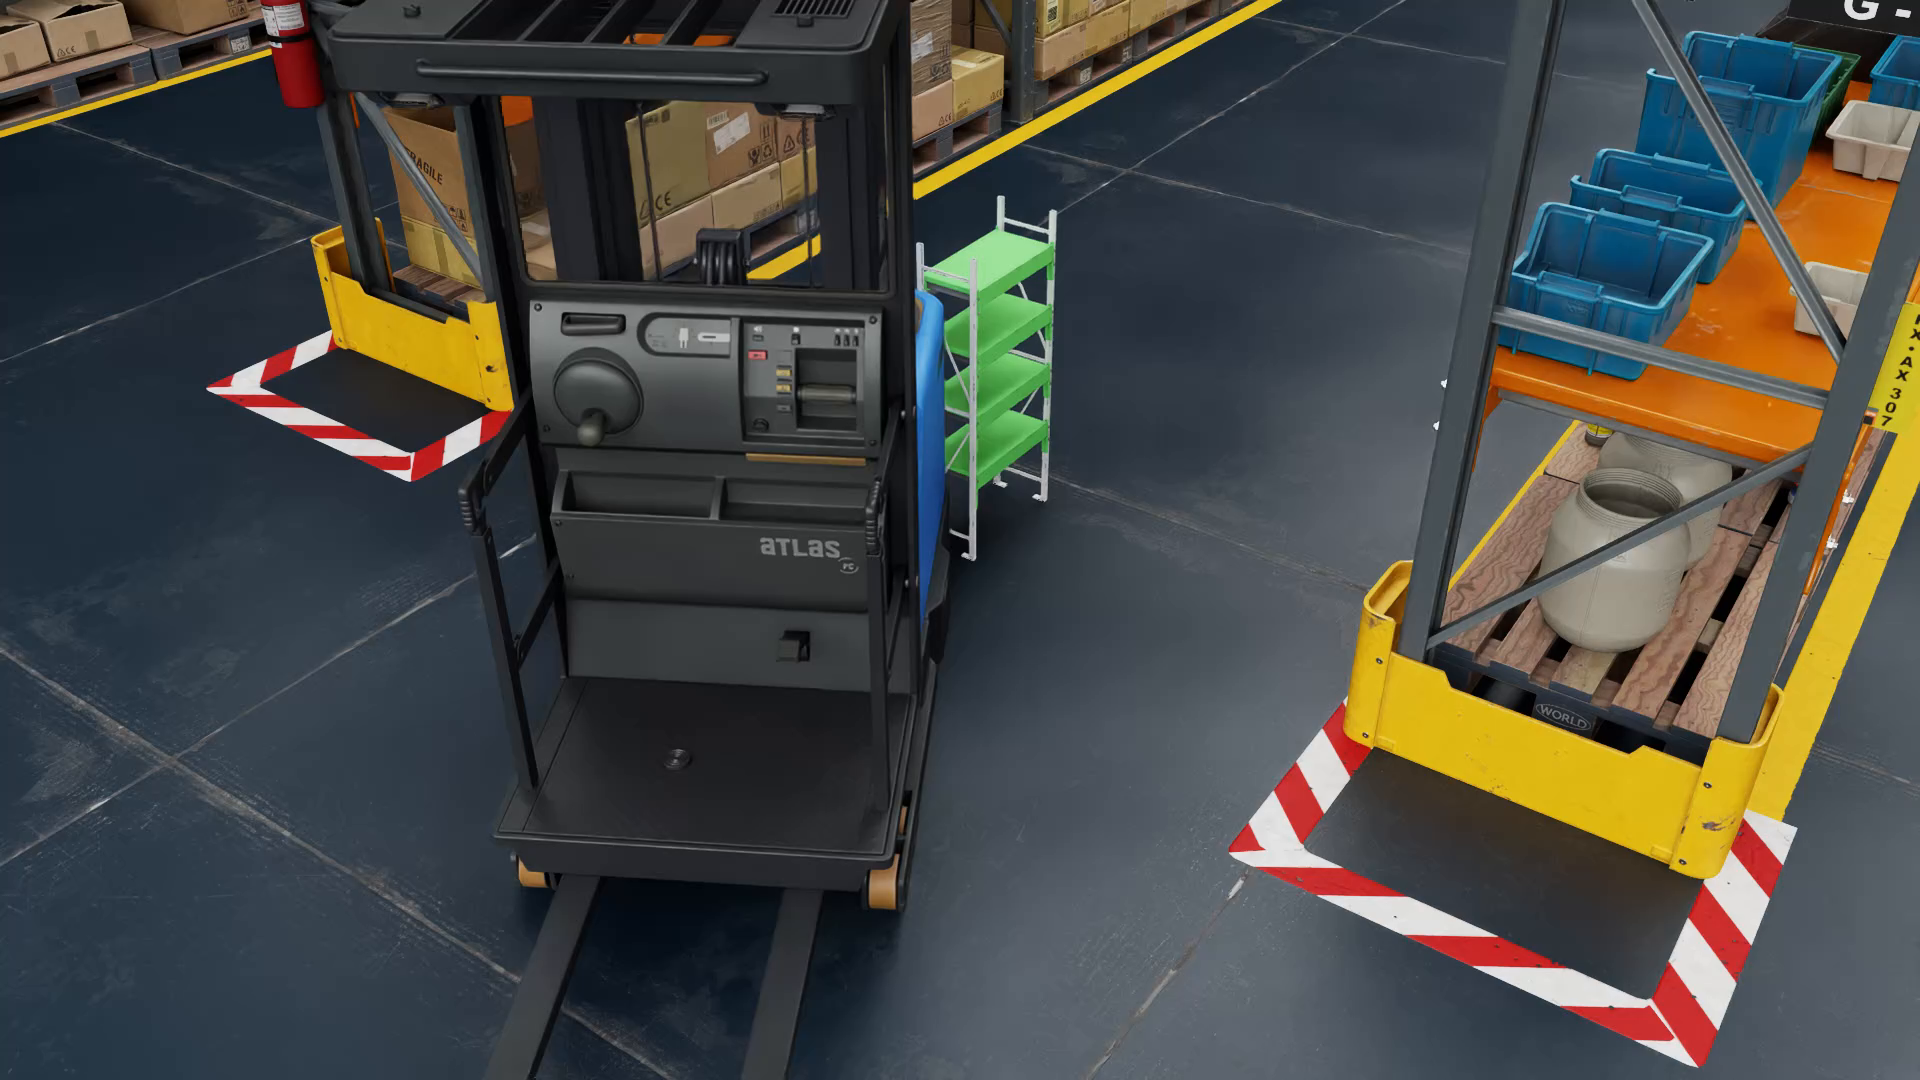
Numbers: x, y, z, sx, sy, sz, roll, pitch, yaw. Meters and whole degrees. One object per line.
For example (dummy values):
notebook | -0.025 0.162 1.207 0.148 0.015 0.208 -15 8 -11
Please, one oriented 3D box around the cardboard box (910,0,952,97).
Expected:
cardboard box | -0.387 -2.725 9.013 0.500 0.500 0.500 21 39 28

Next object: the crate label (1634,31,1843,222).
crate label | 2.607 -1.413 5.630 0.502 0.435 0.616 21 39 28

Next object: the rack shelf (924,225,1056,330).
rack shelf | 0.096 -0.919 5.794 0.258 0.148 0.480 21 40 28

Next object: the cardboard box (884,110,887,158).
cardboard box | -0.658 -2.179 8.875 0.500 0.250 0.500 21 39 28

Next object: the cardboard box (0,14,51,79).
cardboard box | -5.891 -2.987 9.997 0.500 0.311 0.500 17 37 23

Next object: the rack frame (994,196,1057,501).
rack frame | 0.236 -0.688 6.193 0.240 1.200 0.015 21 40 28

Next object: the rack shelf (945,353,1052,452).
rack shelf | 0.096 -0.522 6.064 0.258 0.148 0.480 21 40 28

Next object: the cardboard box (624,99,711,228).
cardboard box | -1.516 -1.801 7.645 0.500 0.500 0.500 21 39 28

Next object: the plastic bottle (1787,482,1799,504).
plastic bottle | 3.069 -0.252 5.987 0.097 0.271 0.097 0 34 0

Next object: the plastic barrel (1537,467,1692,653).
plastic barrel | 2.092 0.065 5.323 0.421 0.512 0.421 0 34 0

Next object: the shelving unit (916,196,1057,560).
shelving unit | 0.096 -0.575 6.028 0.258 1.200 0.503 21 40 28

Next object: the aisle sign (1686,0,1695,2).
aisle sign | 1.494 -1.603 3.623 0.394 0.787 0.004 21 39 28

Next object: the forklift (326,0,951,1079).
forklift | -0.681 -0.368 4.177 1.130 2.935 3.031 3 34 4

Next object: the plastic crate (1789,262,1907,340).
plastic crate | 2.554 -0.665 4.790 0.298 0.136 0.250 21 39 28

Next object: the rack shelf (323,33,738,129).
rack shelf | -1.147 -2.671 8.164 1.077 0.370 4.000 21 39 28

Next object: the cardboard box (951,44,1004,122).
cardboard box | -0.092 -2.641 9.558 0.500 0.250 0.500 21 39 28

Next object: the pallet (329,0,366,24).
pallet | -4.433 -3.994 11.968 1.003 0.211 1.213 21 39 28

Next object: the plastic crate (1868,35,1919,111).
plastic crate | 3.652 -1.648 6.142 0.499 0.251 0.616 21 39 28

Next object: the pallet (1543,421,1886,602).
pallet | 2.948 -0.291 6.492 1.003 0.211 1.213 21 39 28

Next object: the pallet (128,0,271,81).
pallet | -5.128 -3.431 11.135 1.003 0.211 1.213 21 39 28

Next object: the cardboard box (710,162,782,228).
cardboard box | -1.232 -1.721 8.196 0.500 0.250 0.500 21 39 28

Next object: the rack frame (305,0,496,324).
rack frame | -2.288 -2.049 6.602 1.000 3.000 0.127 21 39 28

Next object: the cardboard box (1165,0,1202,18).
cardboard box | 1.303 -3.739 11.181 0.500 0.250 0.500 22 40 29

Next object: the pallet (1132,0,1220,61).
pallet | 1.076 -3.650 11.458 1.003 0.211 1.213 21 39 28

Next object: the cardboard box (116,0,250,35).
cardboard box | -5.107 -3.650 10.808 0.700 0.500 0.500 19 38 25

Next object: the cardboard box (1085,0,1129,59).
cardboard box | 0.719 -3.266 10.481 0.500 0.250 0.500 22 40 29

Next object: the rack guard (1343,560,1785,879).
rack guard | 1.784 0.521 5.034 1.175 0.500 0.348 21 39 28

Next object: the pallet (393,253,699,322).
pallet | -1.886 -1.259 7.923 1.003 0.211 1.213 21 39 28

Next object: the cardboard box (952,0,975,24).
cardboard box | -0.012 -3.435 10.230 0.500 0.311 0.500 21 39 28

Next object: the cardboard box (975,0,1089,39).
cardboard box | 0.433 -3.267 9.983 0.500 0.311 0.500 21 40 28

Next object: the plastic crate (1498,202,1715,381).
plastic crate | 1.819 -0.729 4.783 0.499 0.251 0.616 21 39 28

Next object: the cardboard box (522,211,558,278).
cardboard box | -1.799 -1.259 7.514 0.500 0.250 0.500 21 39 28

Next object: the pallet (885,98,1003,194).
pallet | -0.495 -2.382 9.583 1.003 0.211 1.213 21 39 28

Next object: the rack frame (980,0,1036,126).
rack frame | -0.007 -3.889 9.324 1.000 3.000 0.127 21 39 28

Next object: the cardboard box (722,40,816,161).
cardboard box | -0.942 -2.259 8.324 0.500 0.500 0.500 21 39 28
